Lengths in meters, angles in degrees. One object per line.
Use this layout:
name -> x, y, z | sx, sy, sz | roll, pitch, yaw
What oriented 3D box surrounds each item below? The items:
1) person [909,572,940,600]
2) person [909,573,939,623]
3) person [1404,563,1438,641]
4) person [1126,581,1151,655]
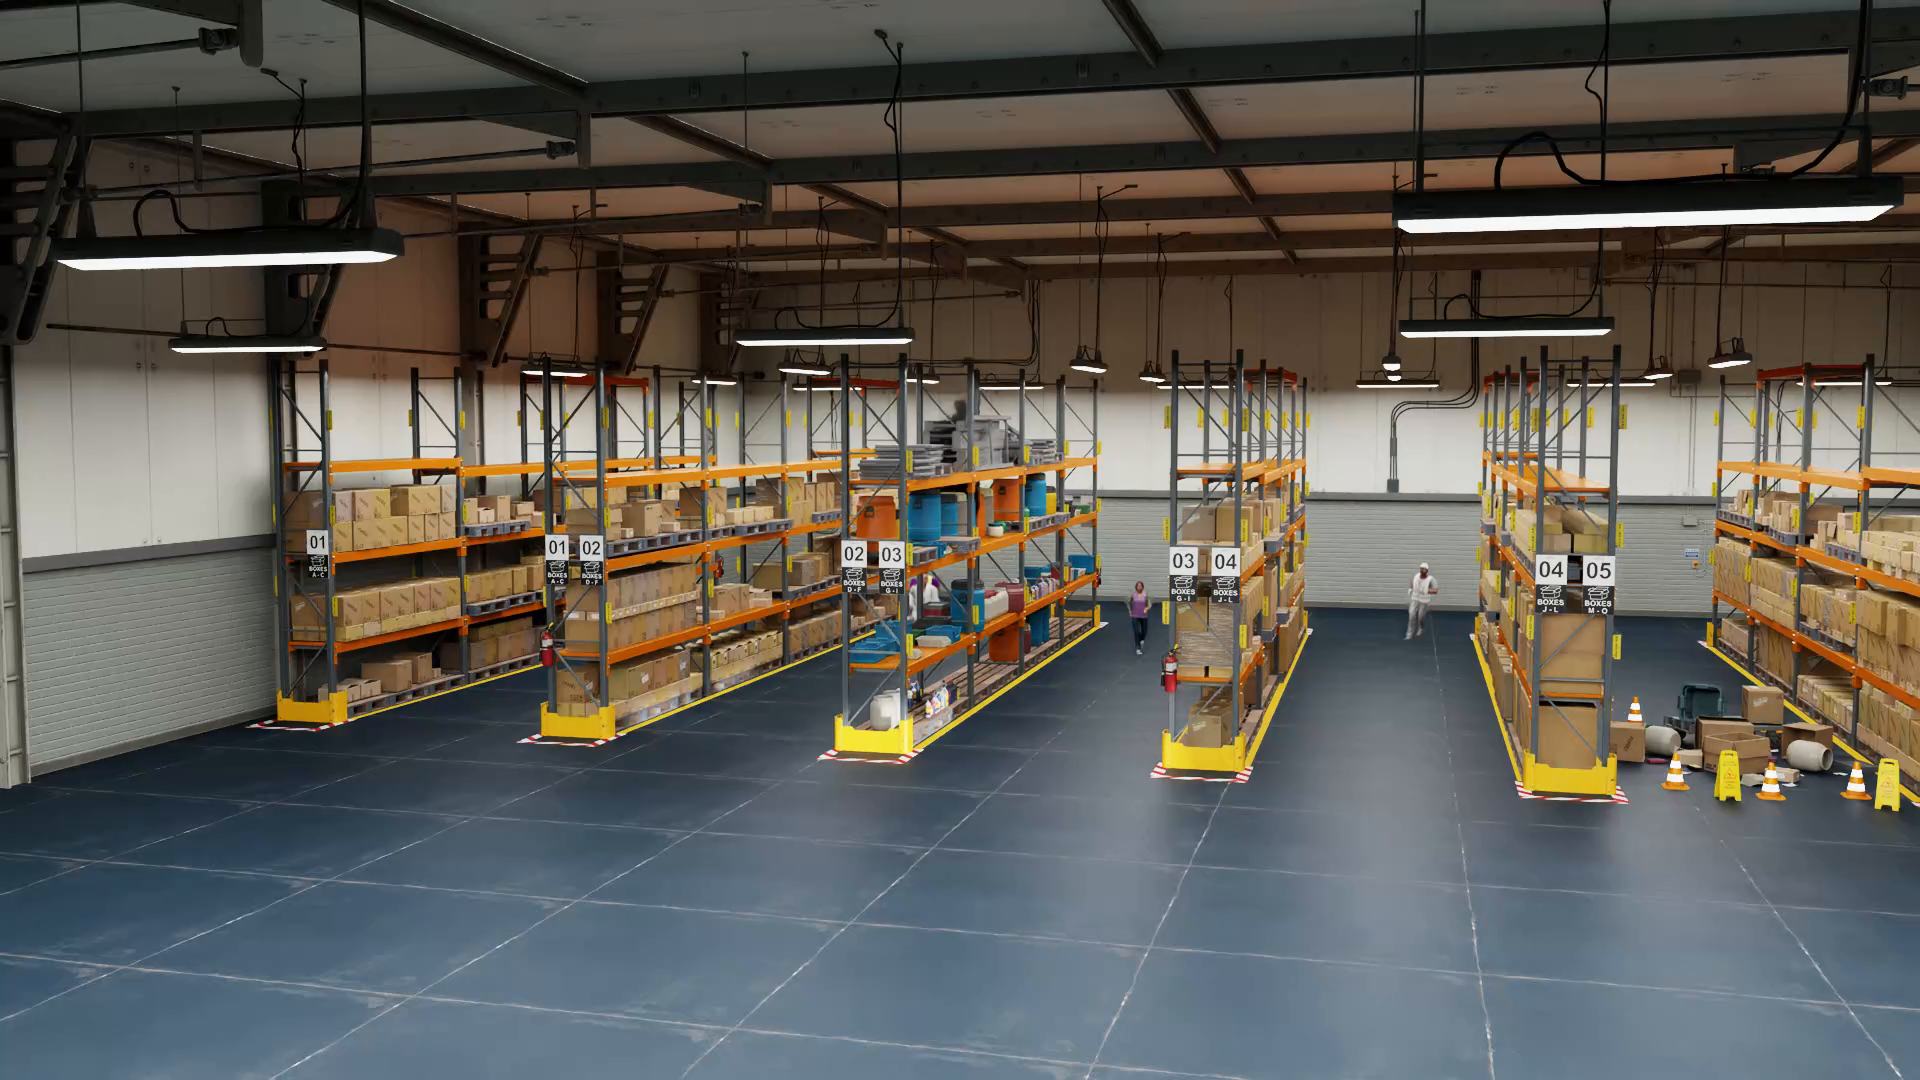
person -> -0.814, 1.436, 37.407 | 0.676, 1.815, 0.710 | 0, 4, 5
person -> -0.774, 1.563, 35.139 | 0.666, 1.752, 0.890 | 0, 4, 4
person -> 10.562, 1.401, 37.956 | 0.722, 1.758, 0.931 | 3, 5, 37
person -> 3.834, 1.659, 35.678 | 0.542, 1.553, 0.684 | 0, 4, 3
